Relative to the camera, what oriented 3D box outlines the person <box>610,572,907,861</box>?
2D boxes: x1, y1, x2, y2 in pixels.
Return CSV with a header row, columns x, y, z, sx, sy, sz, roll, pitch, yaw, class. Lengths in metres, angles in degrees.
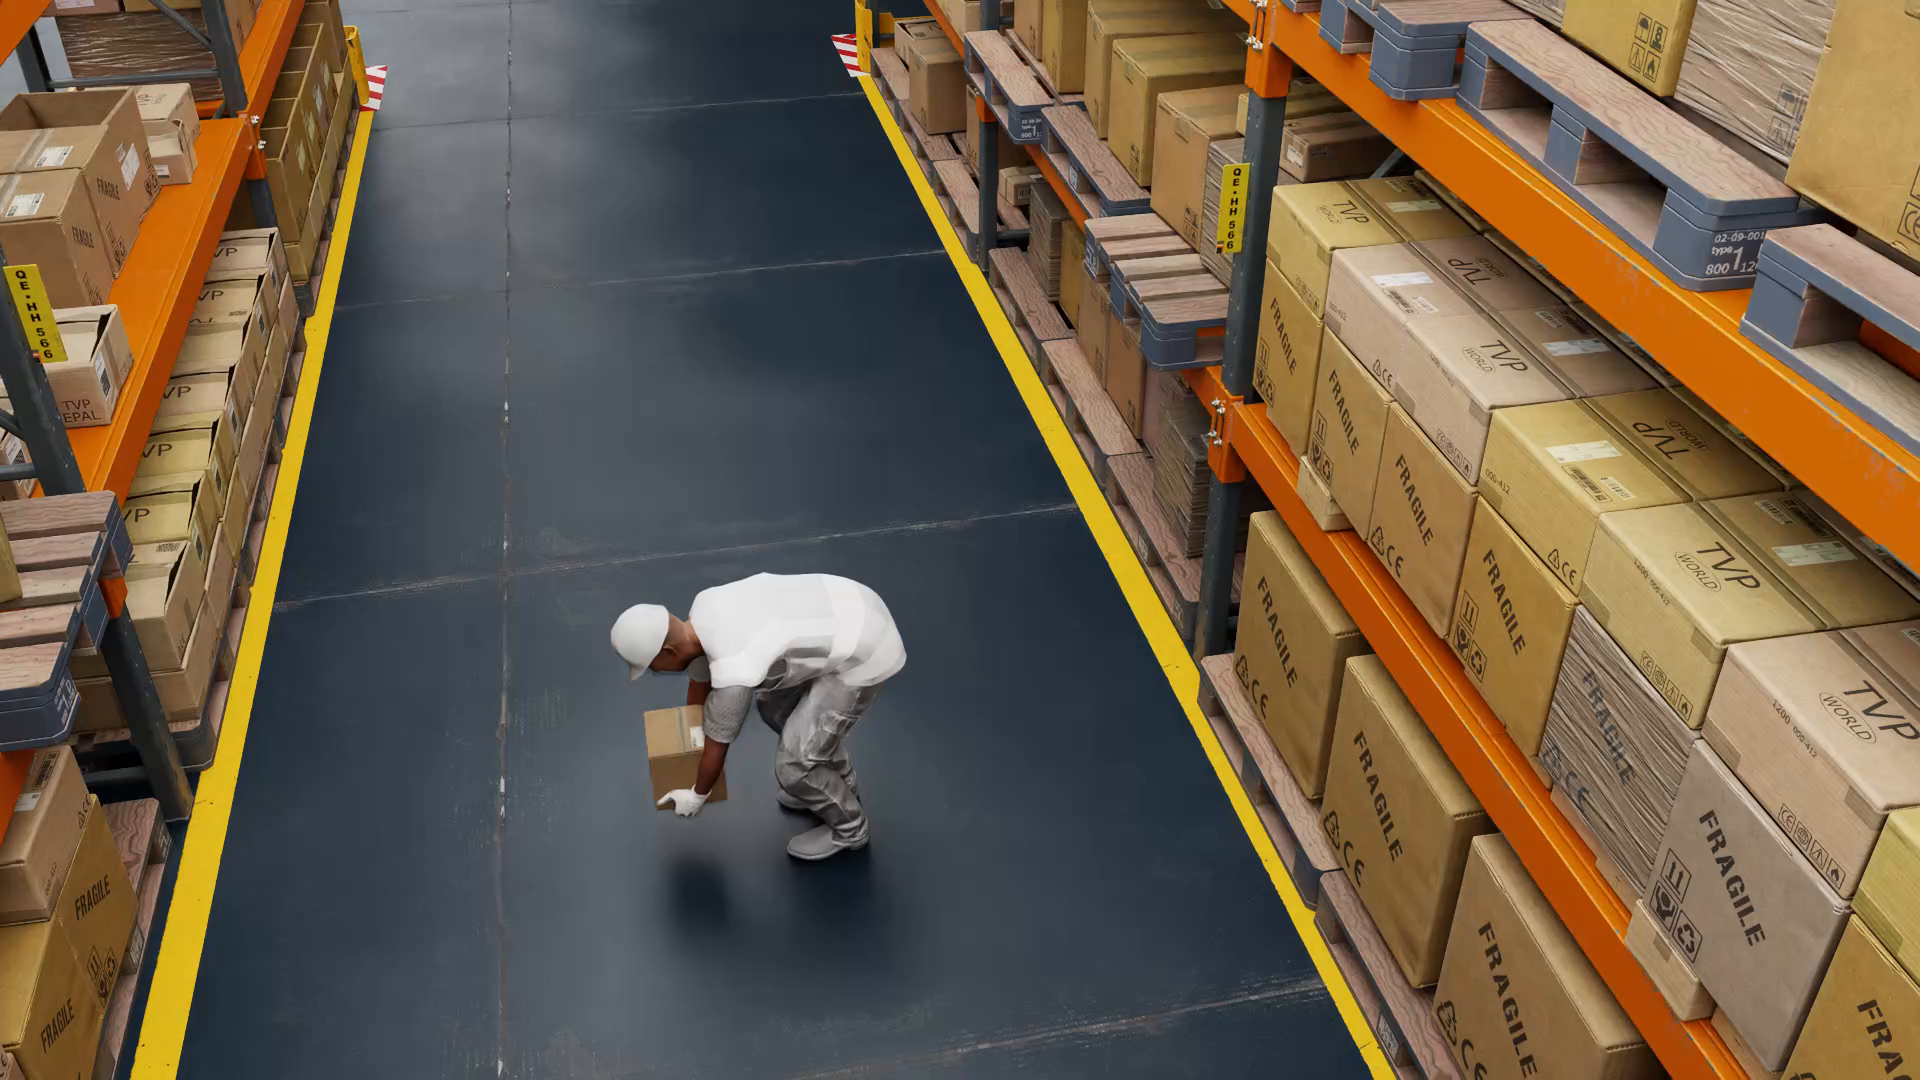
x,y,z,sx,sy,sz,roll,pitch,yaw,class
-0.675,0.621,5.811,0.976,1.102,0.532,-9,35,-13,person
